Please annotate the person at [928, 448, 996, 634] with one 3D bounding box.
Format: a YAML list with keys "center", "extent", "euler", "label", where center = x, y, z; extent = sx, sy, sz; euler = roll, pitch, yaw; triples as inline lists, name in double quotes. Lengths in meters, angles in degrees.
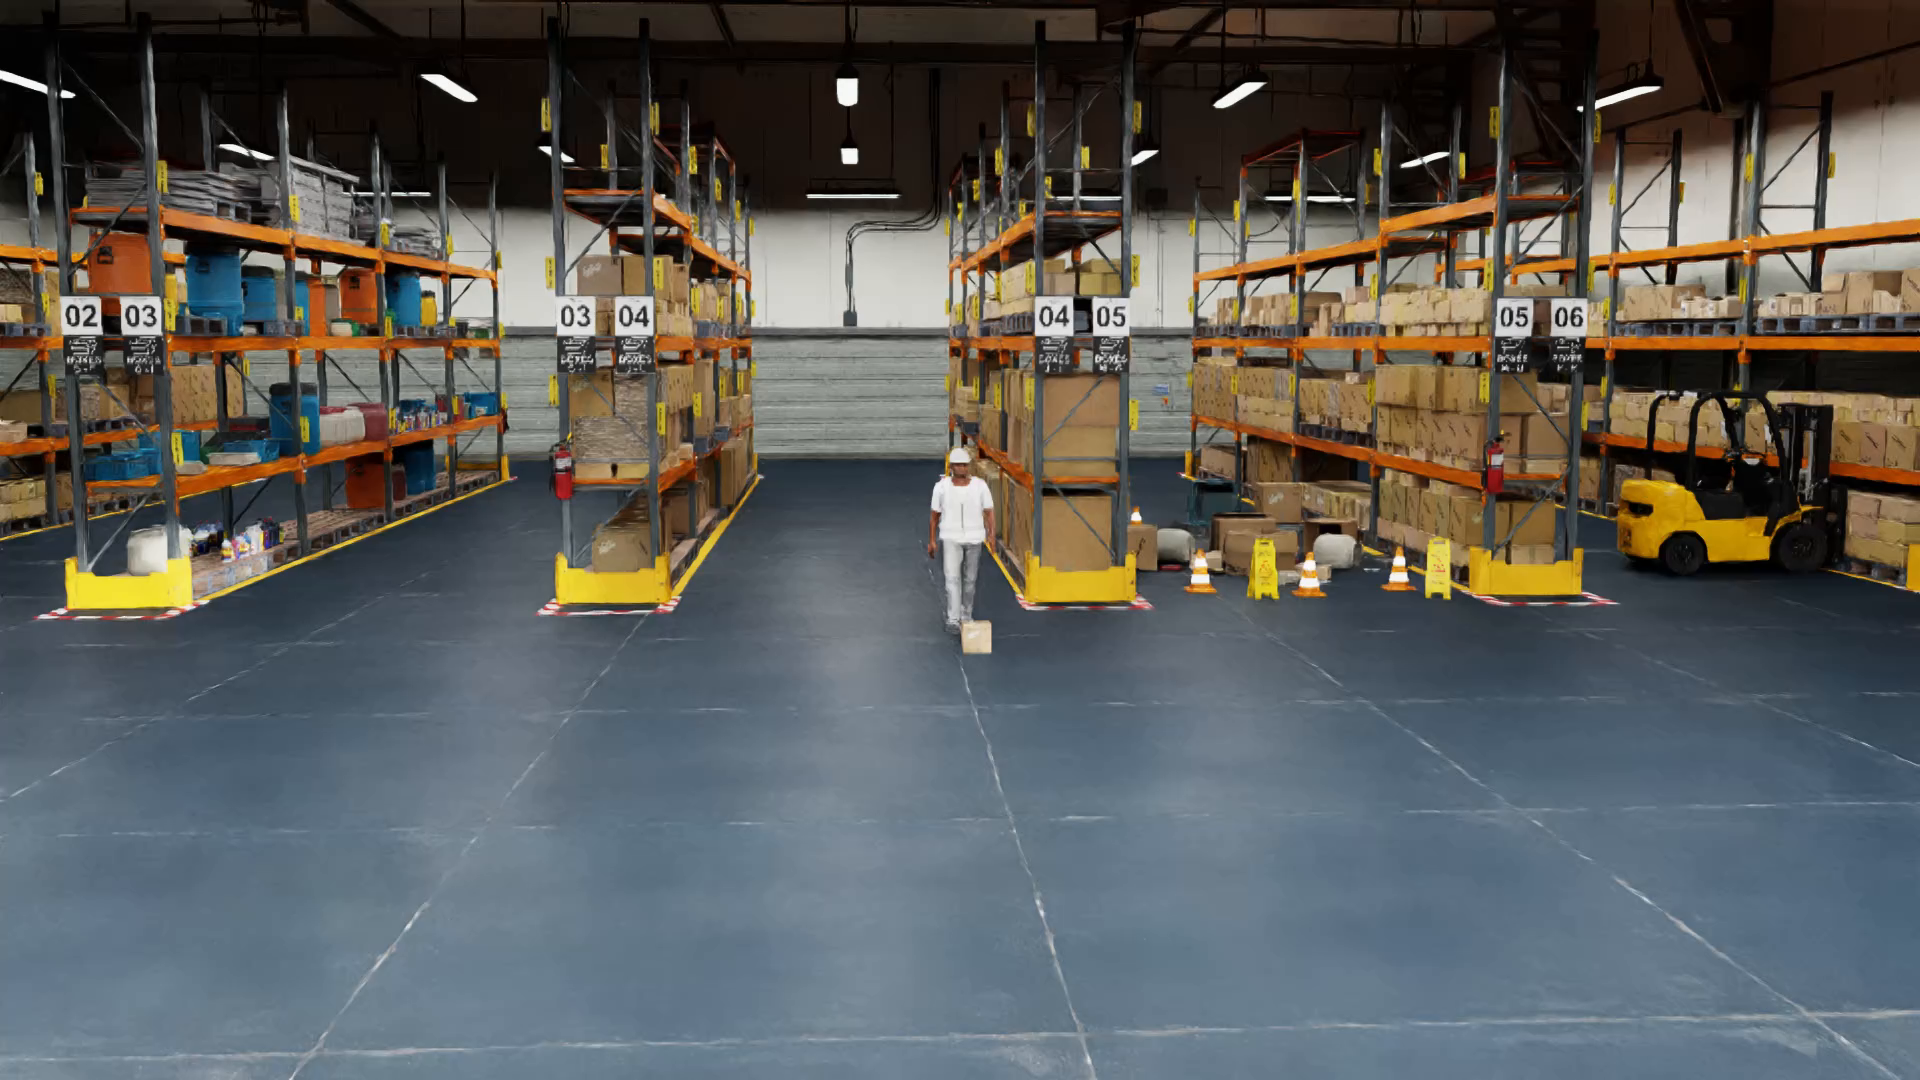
- center: [0.024, -0.006, 15.704]
  extent: [0.626, 1.730, 0.999]
  euler: [-1, 7, -6]
  label: "person"
